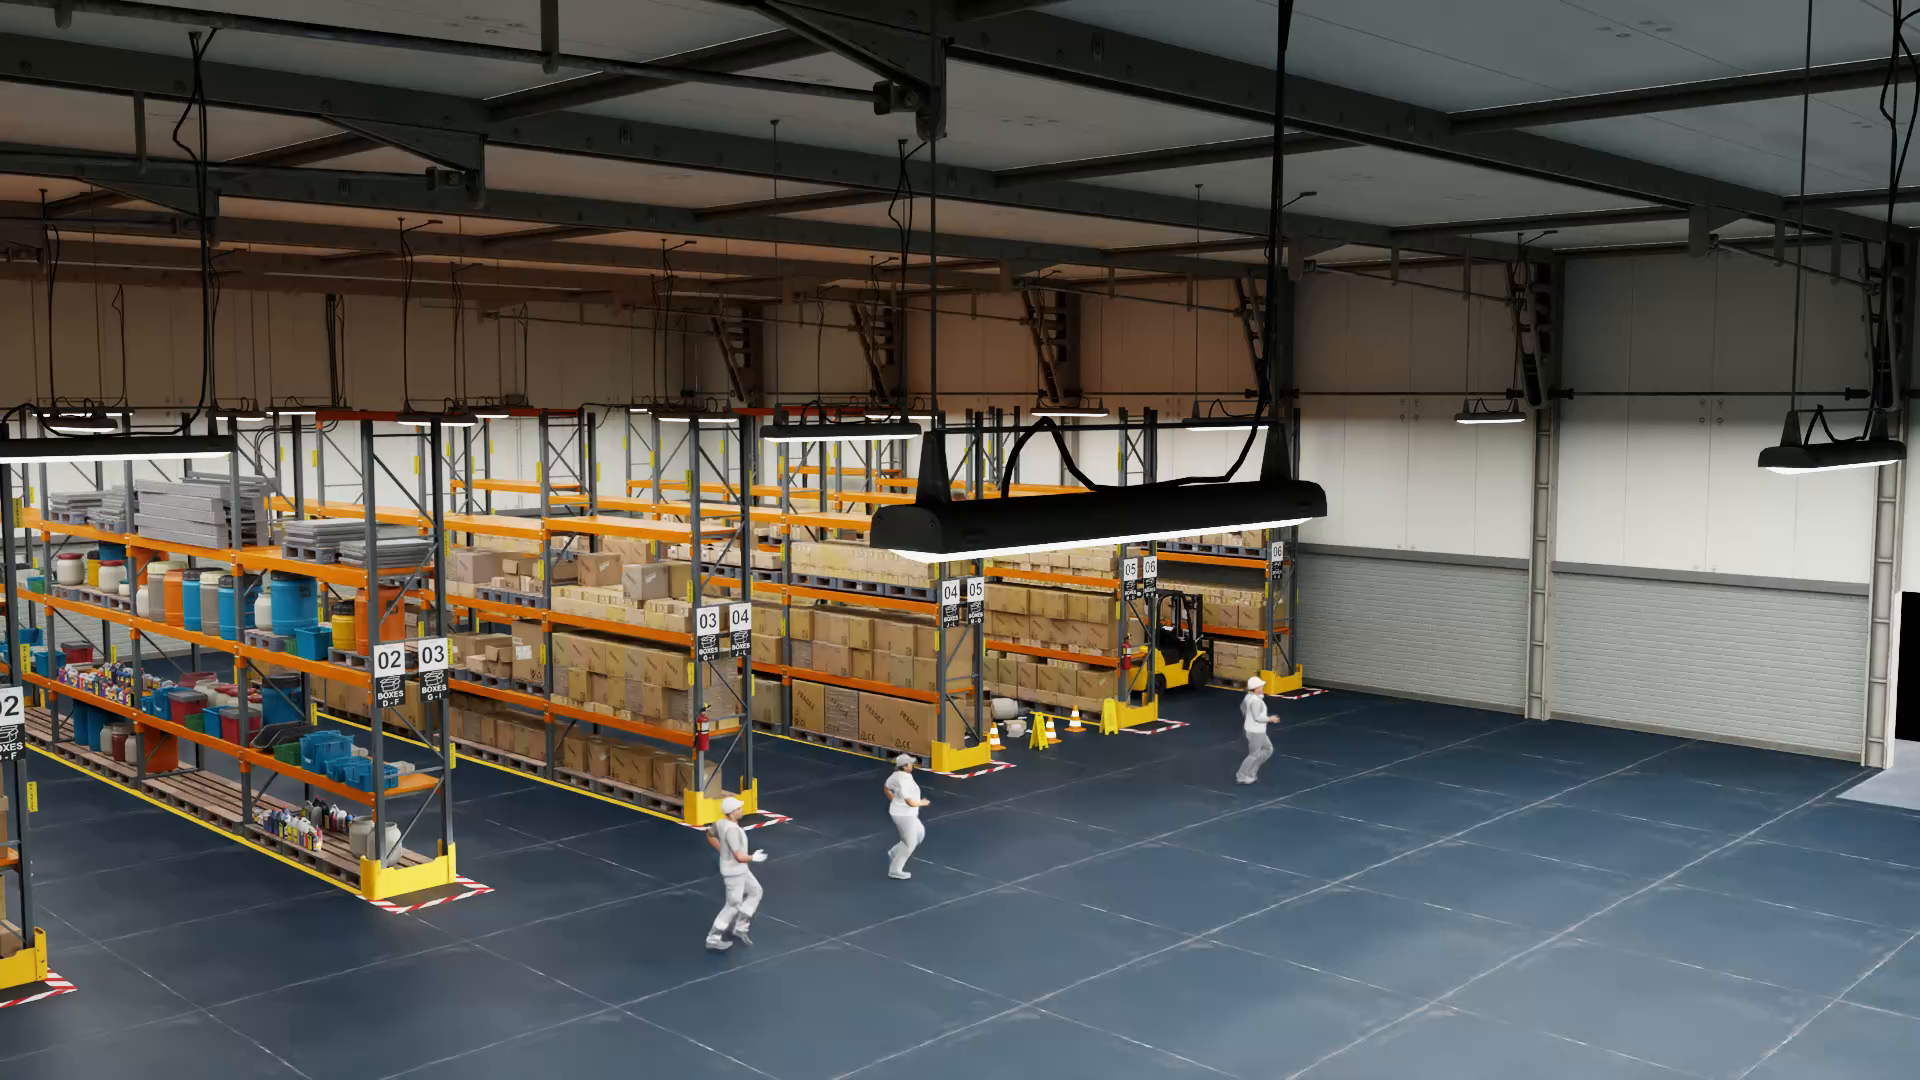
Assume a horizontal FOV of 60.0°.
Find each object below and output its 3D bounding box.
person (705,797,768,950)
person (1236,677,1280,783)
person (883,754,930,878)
[{"bbox_3d":[-2.552,3.785,18.903,0.715,1.785,0.671,-1,5,-15],"label":"person"},{"bbox_3d":[4.808,3.080,26.851,0.689,1.766,0.633,1,5,6],"label":"person"},{"bbox_3d":[-0.676,3.594,21.740,0.556,1.628,0.595,-1,5,-15],"label":"person"}]
